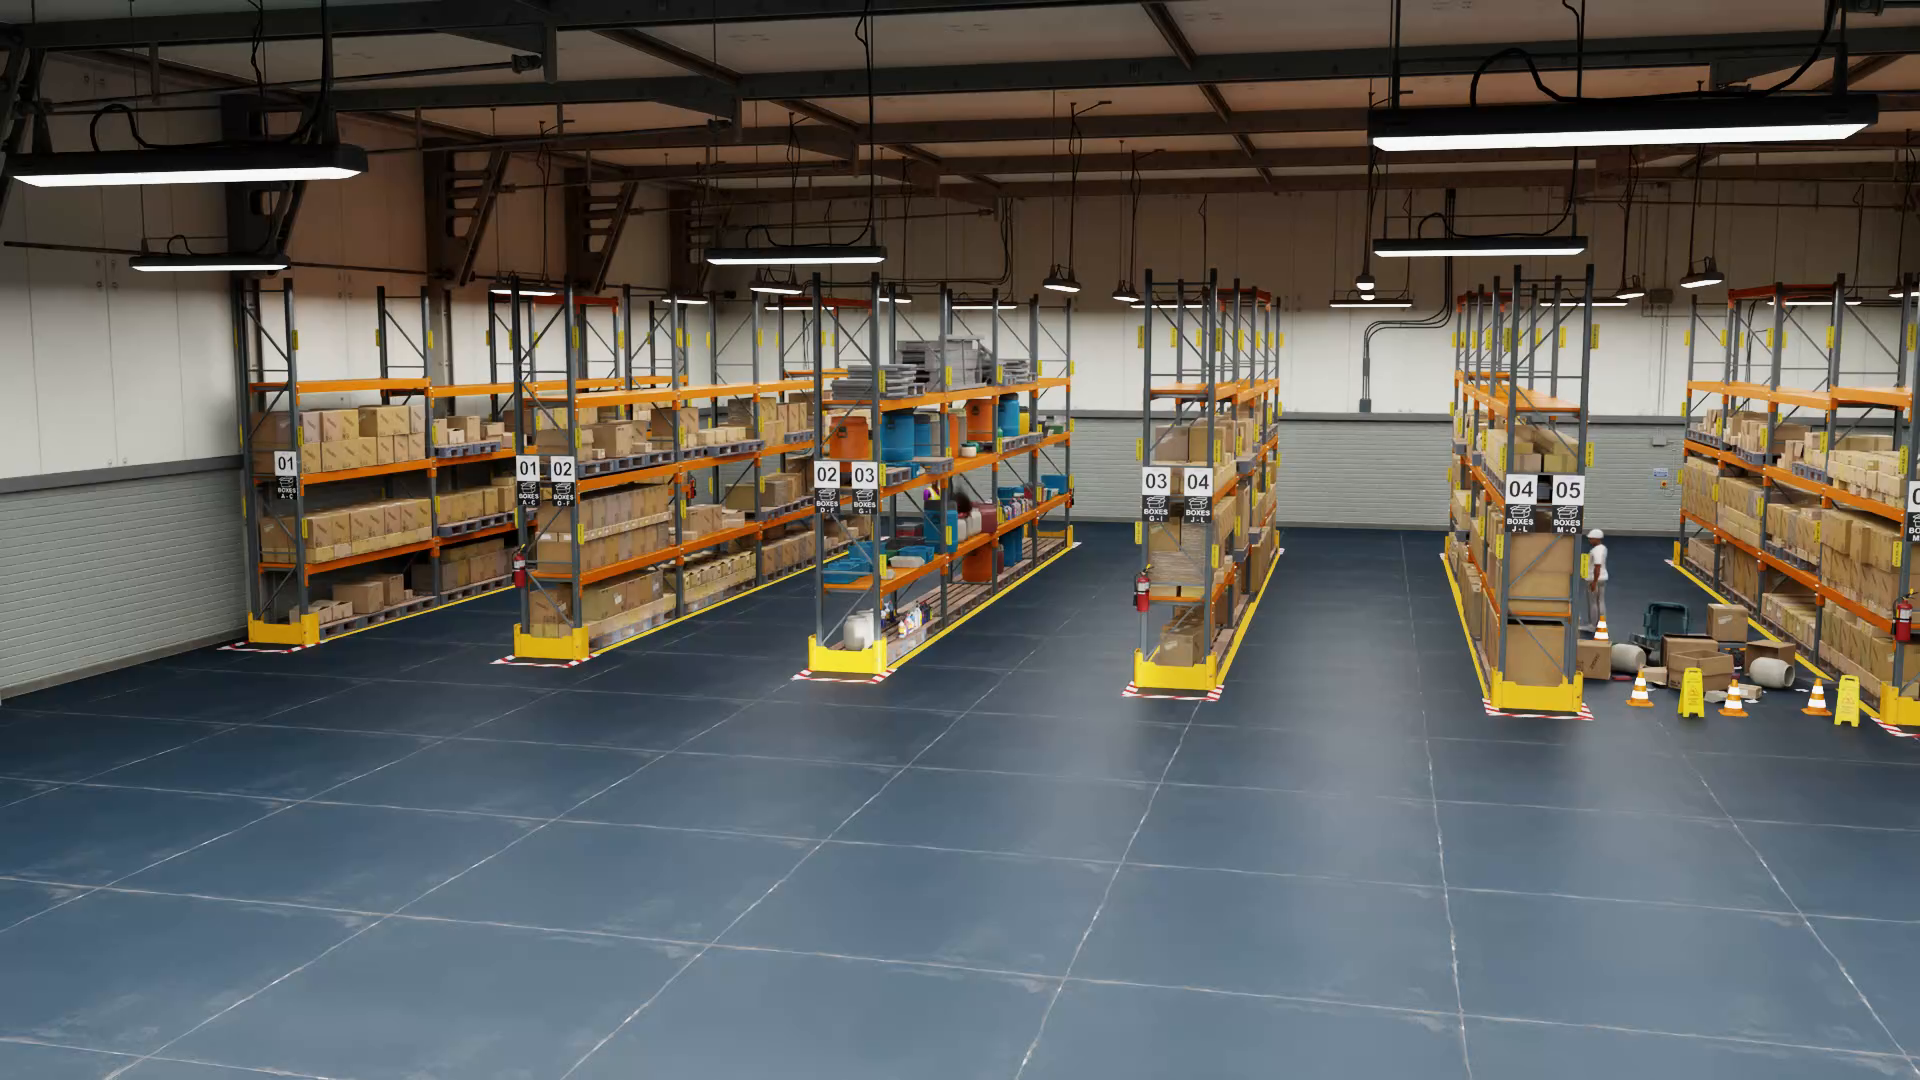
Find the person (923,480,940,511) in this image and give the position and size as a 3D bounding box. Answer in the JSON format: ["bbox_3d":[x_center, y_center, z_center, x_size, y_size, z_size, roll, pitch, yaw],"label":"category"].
[{"bbox_3d":[-0.552,-0.664,40.022,0.541,1.785,0.603,6,9,42],"label":"person"}]

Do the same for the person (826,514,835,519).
[{"bbox_3d":[-3.545,-1.093,43.470,0.493,1.587,0.477,3,8,26],"label":"person"}]

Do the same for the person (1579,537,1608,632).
[{"bbox_3d":[10.970,0.714,28.677,0.610,1.736,0.428,-5,8,-35],"label":"person"}]
